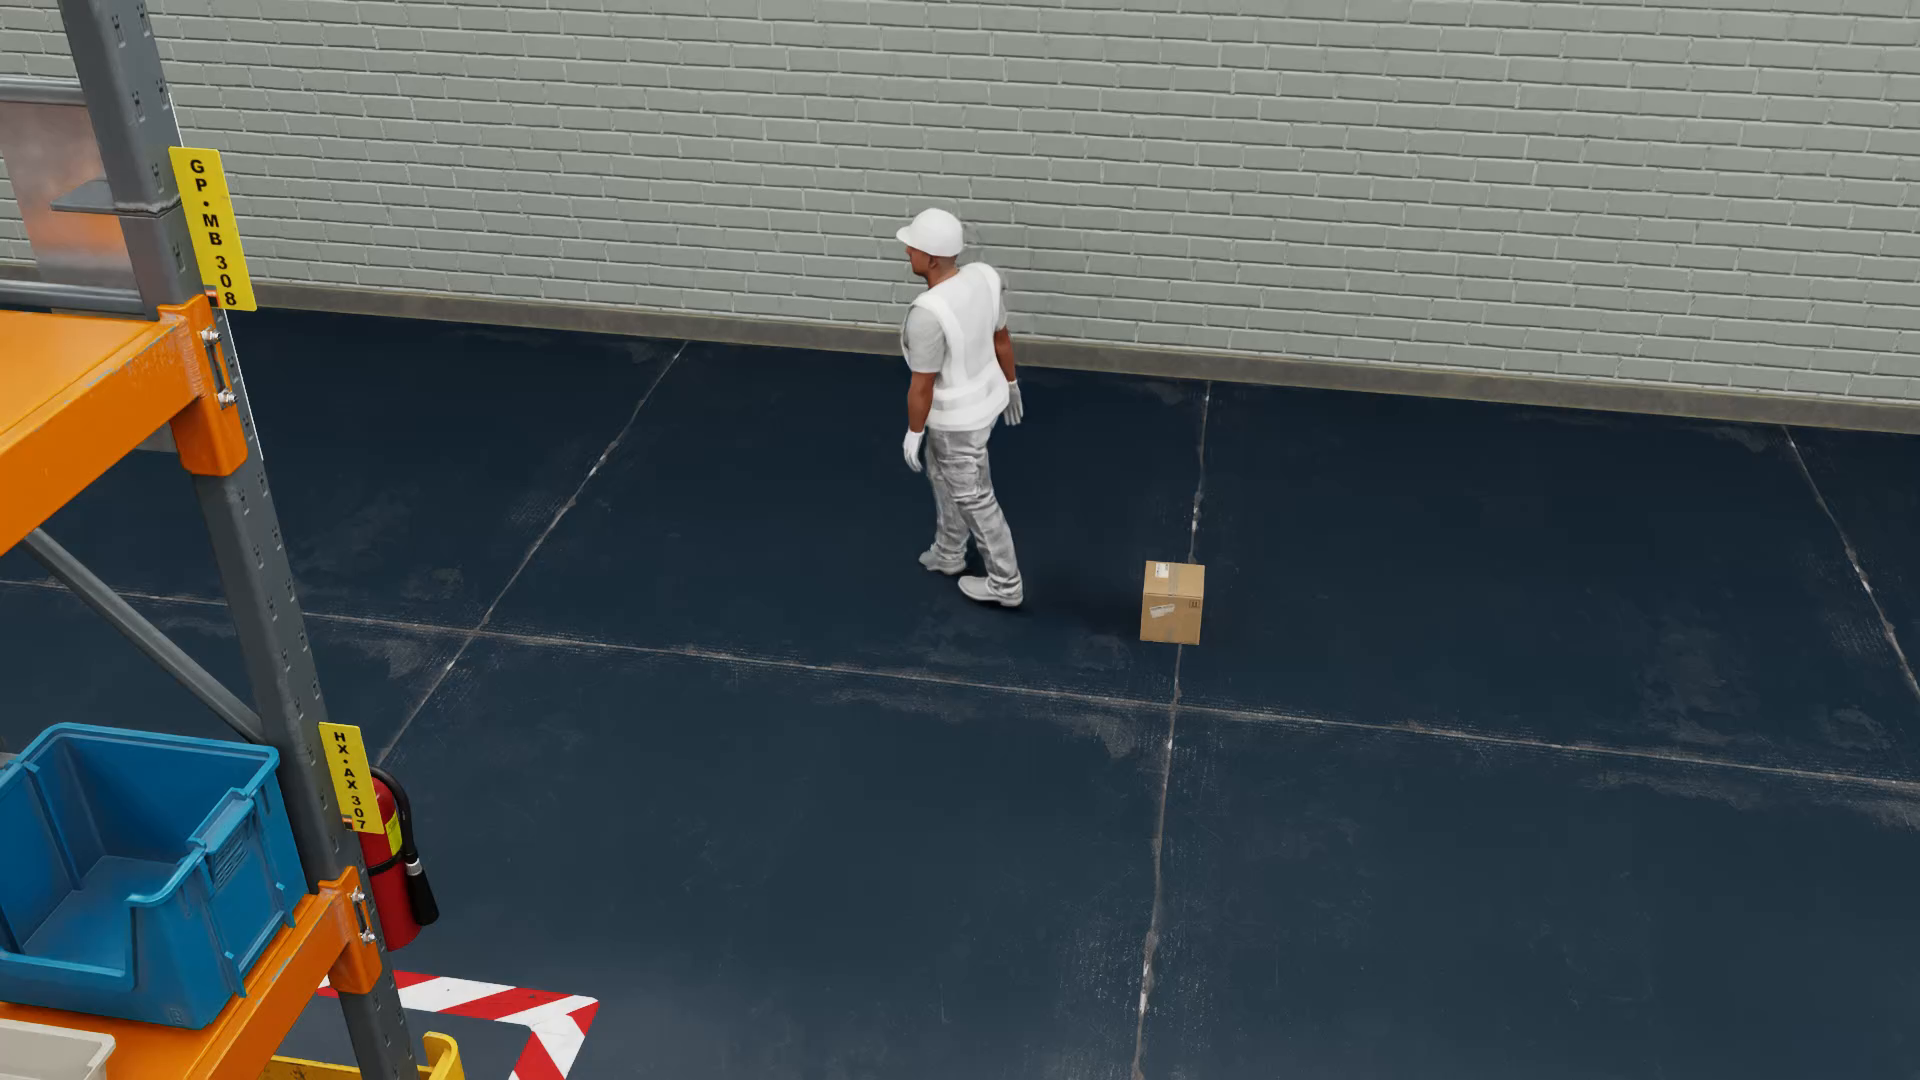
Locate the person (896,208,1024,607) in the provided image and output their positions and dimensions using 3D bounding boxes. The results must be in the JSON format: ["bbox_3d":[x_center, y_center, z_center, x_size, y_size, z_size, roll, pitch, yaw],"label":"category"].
[{"bbox_3d":[0.004,-0.507,6.945,0.601,1.812,0.592,14,35,21],"label":"person"}]
